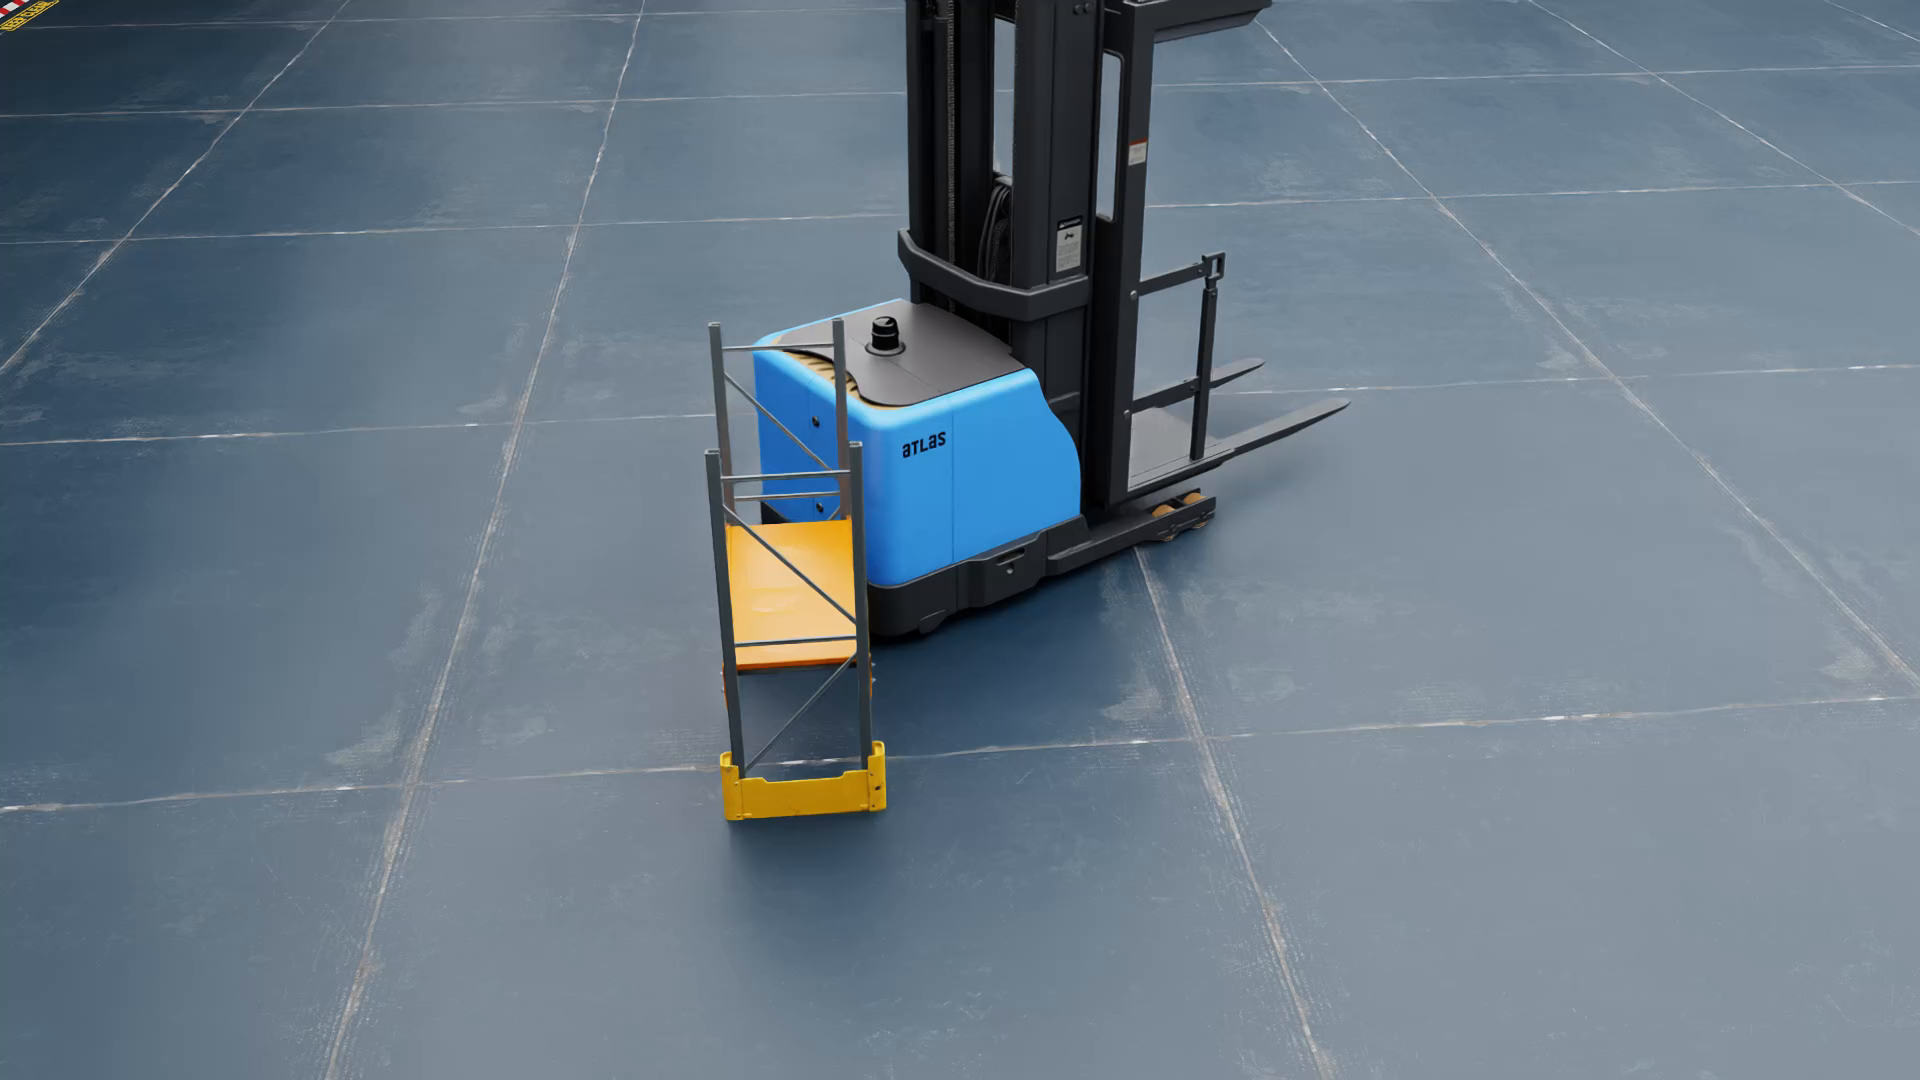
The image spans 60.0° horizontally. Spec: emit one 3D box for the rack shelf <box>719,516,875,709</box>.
[{"bbox_3d":[-0.623,0.244,6.229,0.538,0.185,1.000,-3,31,-6],"label":"rack shelf"}]

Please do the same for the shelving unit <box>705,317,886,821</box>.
[{"bbox_3d":[-0.625,0.085,6.145,0.587,1.500,1.083,-3,31,-6],"label":"shelving unit"}]

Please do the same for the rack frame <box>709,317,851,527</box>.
[{"bbox_3d":[-0.683,-0.169,6.570,0.500,1.500,0.032,-3,31,-6],"label":"rack frame"}]

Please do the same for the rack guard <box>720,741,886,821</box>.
[{"bbox_3d":[-0.566,0.876,6.040,0.587,0.250,0.087,-3,31,-6],"label":"rack guard"}]

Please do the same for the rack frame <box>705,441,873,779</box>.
[{"bbox_3d":[-0.564,0.349,5.703,0.500,1.500,0.032,-3,31,-6],"label":"rack frame"}]

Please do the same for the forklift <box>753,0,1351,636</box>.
[{"bbox_3d":[0.587,-1.450,7.320,3.031,2.935,1.130,-21,37,-31],"label":"forklift"}]
